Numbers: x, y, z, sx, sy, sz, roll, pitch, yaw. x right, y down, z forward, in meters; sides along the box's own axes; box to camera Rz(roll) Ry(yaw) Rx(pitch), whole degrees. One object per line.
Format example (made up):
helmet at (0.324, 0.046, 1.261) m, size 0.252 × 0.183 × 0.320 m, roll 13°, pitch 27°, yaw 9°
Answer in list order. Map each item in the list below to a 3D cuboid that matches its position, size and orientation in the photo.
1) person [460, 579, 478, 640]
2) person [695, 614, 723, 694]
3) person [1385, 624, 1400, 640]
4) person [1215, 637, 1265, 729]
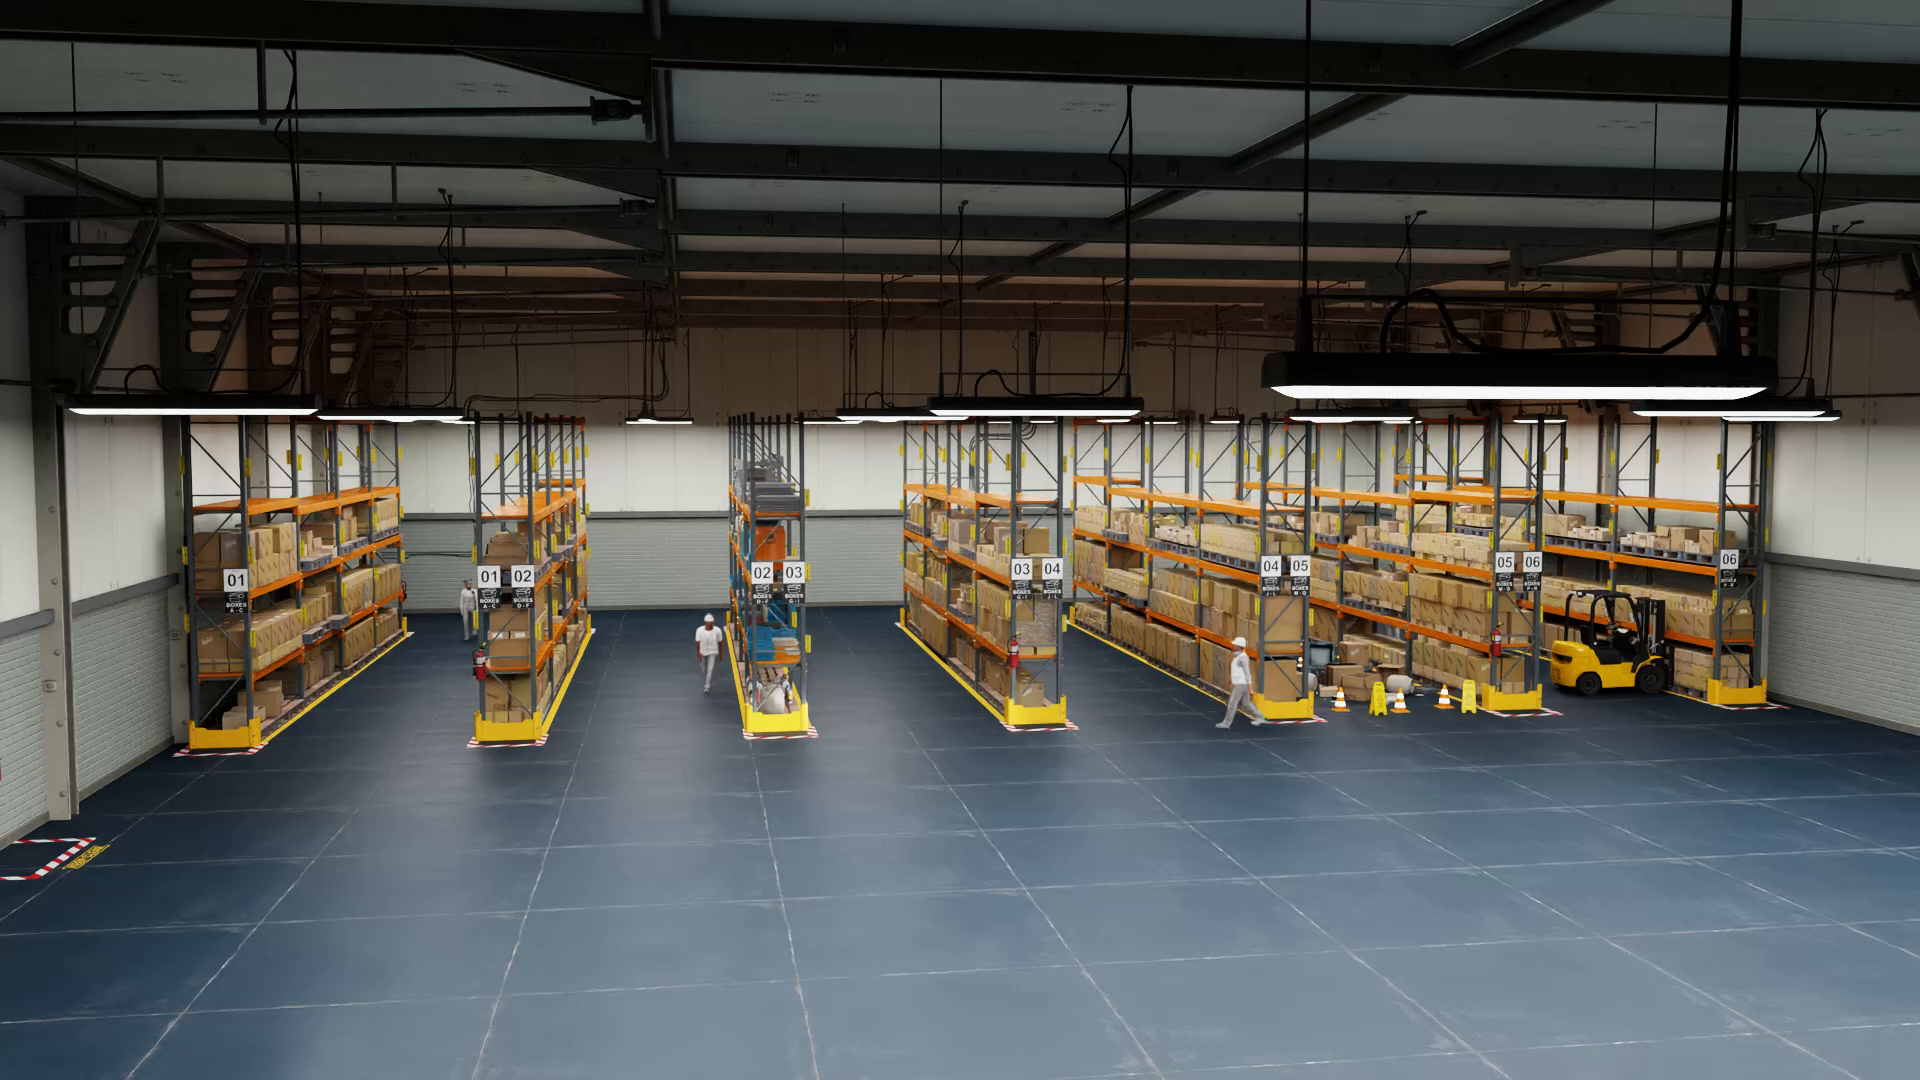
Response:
person at (-13.218, 1.842, 44.849) m, size 0.490 × 1.632 × 0.871 m, roll -1°, pitch 4°, yaw -11°
person at (-5.425, 2.438, 35.812) m, size 0.562 × 1.687 × 1.136 m, roll 0°, pitch 4°, yaw 3°
person at (11.252, 1.948, 43.326) m, size 0.512 × 1.674 × 0.489 m, roll -1°, pitch 4°, yaw -11°
person at (5.324, 2.705, 31.564) m, size 1.007 × 1.729 × 0.610 m, roll 0°, pitch 4°, yaw -3°
